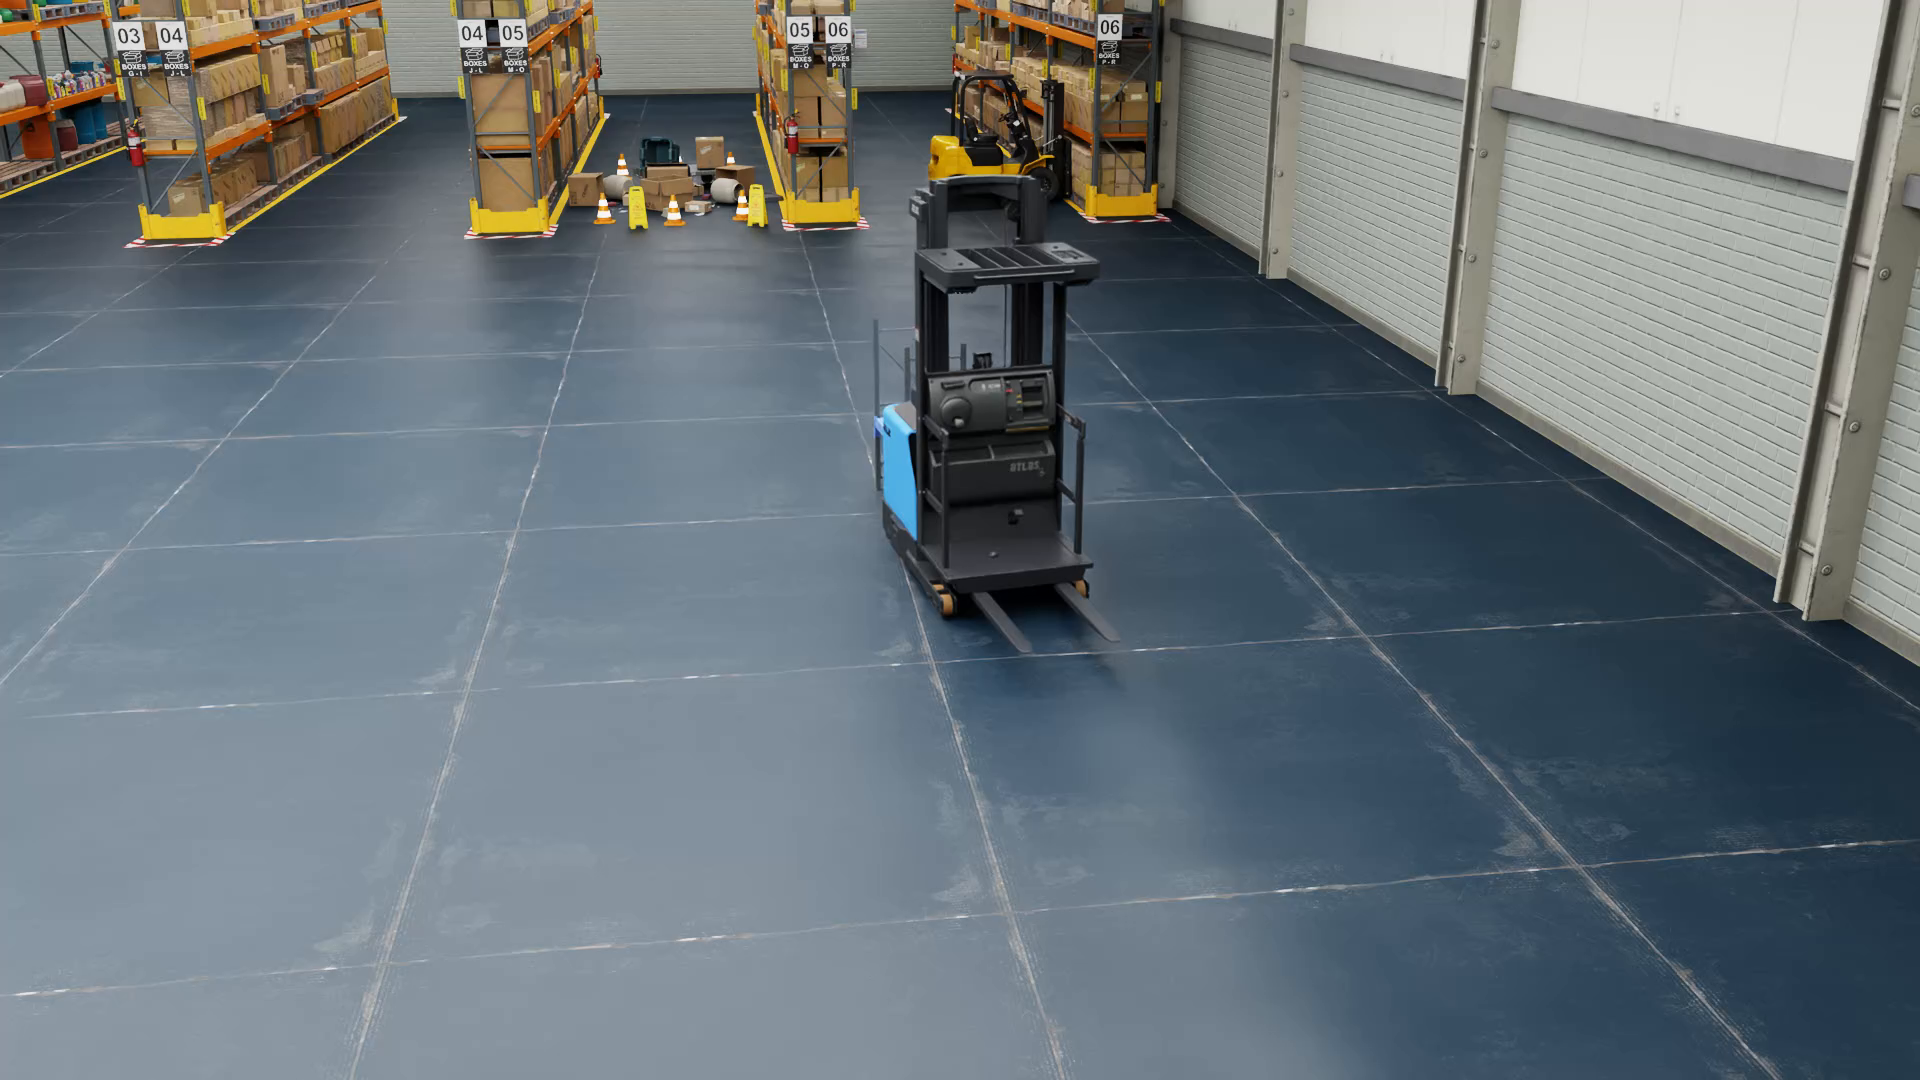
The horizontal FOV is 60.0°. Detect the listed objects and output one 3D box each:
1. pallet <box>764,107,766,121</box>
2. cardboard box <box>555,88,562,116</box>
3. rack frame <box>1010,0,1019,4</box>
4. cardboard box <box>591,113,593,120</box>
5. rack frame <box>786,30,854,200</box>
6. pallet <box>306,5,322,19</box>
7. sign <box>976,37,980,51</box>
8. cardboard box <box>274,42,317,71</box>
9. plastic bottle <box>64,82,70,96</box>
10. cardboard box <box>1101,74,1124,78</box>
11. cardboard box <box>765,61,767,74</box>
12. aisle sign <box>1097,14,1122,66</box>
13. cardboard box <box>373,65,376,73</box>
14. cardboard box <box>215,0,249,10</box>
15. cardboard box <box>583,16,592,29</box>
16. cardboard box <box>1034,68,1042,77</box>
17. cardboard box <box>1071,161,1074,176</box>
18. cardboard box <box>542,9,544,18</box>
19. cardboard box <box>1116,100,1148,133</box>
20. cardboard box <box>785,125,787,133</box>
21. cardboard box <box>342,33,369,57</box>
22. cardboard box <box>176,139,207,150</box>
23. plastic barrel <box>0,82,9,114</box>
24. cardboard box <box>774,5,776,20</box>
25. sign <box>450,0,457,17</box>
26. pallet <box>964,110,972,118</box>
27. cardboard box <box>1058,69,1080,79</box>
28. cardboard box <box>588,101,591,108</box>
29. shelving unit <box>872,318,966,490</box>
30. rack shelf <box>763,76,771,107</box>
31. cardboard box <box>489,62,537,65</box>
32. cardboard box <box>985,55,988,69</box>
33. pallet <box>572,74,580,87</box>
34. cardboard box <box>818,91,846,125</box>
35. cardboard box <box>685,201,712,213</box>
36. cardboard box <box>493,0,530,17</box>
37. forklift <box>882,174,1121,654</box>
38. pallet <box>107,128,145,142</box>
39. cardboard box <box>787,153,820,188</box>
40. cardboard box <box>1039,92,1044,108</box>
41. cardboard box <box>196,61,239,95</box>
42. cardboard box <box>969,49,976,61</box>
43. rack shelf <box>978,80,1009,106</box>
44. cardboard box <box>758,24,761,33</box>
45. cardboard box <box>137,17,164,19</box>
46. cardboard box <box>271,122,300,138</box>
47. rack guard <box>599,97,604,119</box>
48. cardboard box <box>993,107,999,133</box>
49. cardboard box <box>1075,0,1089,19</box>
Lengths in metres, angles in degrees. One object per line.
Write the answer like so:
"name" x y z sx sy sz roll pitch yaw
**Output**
"pallet" -4.340 -10.565 41.203 1.003 0.211 1.213 -3 21 -8
"cardboard box" -7.496 -7.948 30.065 0.500 0.500 0.500 -3 21 -7
"rack frame" 1.532 -12.437 33.653 1.000 3.000 0.127 -3 21 -8
"cardboard box" -8.801 -9.926 38.979 0.380 0.149 0.250 -3 21 -9
"rack frame" -2.226 -6.605 26.613 1.000 3.000 0.127 -3 21 -8
"pallet" -13.331 -10.412 32.789 1.213 0.211 1.003 -2 21 -5
"sign" 0.420 -11.387 38.179 0.100 0.325 0.005 -3 21 -8
"cardboard box" -13.275 -9.646 33.178 0.797 0.503 0.637 -2 21 -6
"plastic bottle" -17.938 -9.059 33.367 0.097 0.271 0.097 0 20 0
"cardboard box" 2.653 -8.011 28.882 0.380 0.149 0.250 -3 21 -7
"cardboard box" -3.872 -10.047 35.329 0.500 0.250 0.500 -3 21 -9
"aisle sign" 2.404 -8.037 26.731 0.394 0.787 0.004 -3 21 -8
"cardboard box" -13.742 -10.891 38.448 0.380 0.149 0.250 -3 21 -7
"cardboard box" -12.292 -9.173 27.918 0.500 0.500 0.500 -4 21 -9
"cardboard box" -9.031 -12.193 39.578 0.500 0.500 0.500 -4 21 -10
"cardboard box" 1.632 -8.959 31.847 0.380 0.149 0.250 -4 21 -9
"cardboard box" 2.149 -6.504 28.958 0.500 0.250 0.500 -3 21 -9
"cardboard box" -7.206 -8.861 27.983 0.380 0.149 0.250 -3 21 -8
"cardboard box" 2.889 -7.089 27.766 0.500 0.500 0.500 -2 21 -6
"cardboard box" -2.721 -6.865 27.670 0.380 0.149 0.250 -3 21 -7
"cardboard box" -13.721 -11.210 37.660 0.500 0.500 0.500 -4 21 -9
"cardboard box" -11.838 -6.098 25.615 0.380 0.149 0.250 -3 21 -8
"plastic barrel" -17.599 -8.050 30.288 0.433 0.535 0.433 0 20 0
"cardboard box" -3.010 -9.298 29.326 0.500 0.250 0.500 -3 21 -9
"sign" -7.649 -8.081 25.125 0.100 0.325 0.005 -3 21 -8
"pallet" 0.678 -10.366 40.669 1.003 0.211 1.213 -3 21 -8
"cardboard box" 1.969 -8.338 29.758 0.380 0.149 0.250 -2 21 -7
"cardboard box" -8.767 -10.109 38.620 0.380 0.149 0.250 -2 21 -7
"shelving unit" -0.344 -0.995 13.736 0.538 1.500 1.048 -6 21 -16
"rack shelf" -3.668 -9.730 36.009 1.077 0.370 4.000 -3 21 -8
"cardboard box" -7.447 -7.590 27.494 0.875 0.550 0.500 -3 21 -8
"cardboard box" 0.776 -10.645 37.021 0.396 0.266 0.258 -2 21 -5
"pallet" -8.589 -9.684 35.130 1.003 0.211 1.213 -3 21 -8
"cardboard box" -2.098 -7.148 27.500 0.500 0.500 0.500 -2 21 -6
"cardboard box" -4.414 -5.621 28.054 0.380 0.149 0.250 8 22 20
"cardboard box" -6.925 -8.218 25.691 0.500 0.250 0.500 -3 21 -8
"forklift" 0.293 -0.982 11.656 1.130 2.935 3.031 -6 21 -16
"pallet" -18.808 -8.956 36.894 1.003 0.211 1.213 -3 21 -8
"cardboard box" -2.600 -6.129 27.597 0.500 0.500 0.500 -3 21 -7
"cardboard box" 1.777 -8.332 31.453 0.500 0.250 0.500 -2 21 -7
"cardboard box" -12.059 -7.483 26.968 0.500 0.500 0.500 -3 21 -8
"cardboard box" 0.495 -11.590 39.751 0.500 0.250 0.500 -3 21 -8
"rack shelf" 1.244 -9.982 36.683 1.077 0.370 4.000 -3 21 -8
"cardboard box" -4.509 -11.950 39.353 0.500 0.500 0.500 -3 21 -8
"cardboard box" -12.511 -7.978 25.647 0.380 0.149 0.250 -3 21 -7
"cardboard box" -12.973 -7.848 31.813 0.500 0.250 0.500 -1 20 -2
"rack guard" -9.405 -10.663 41.050 1.175 0.500 0.348 -3 21 -8
"cardboard box" 1.025 -9.321 36.859 0.500 0.500 0.500 -4 21 -10
"cardboard box" 2.332 -9.053 27.994 0.700 0.500 0.500 -3 21 -7
